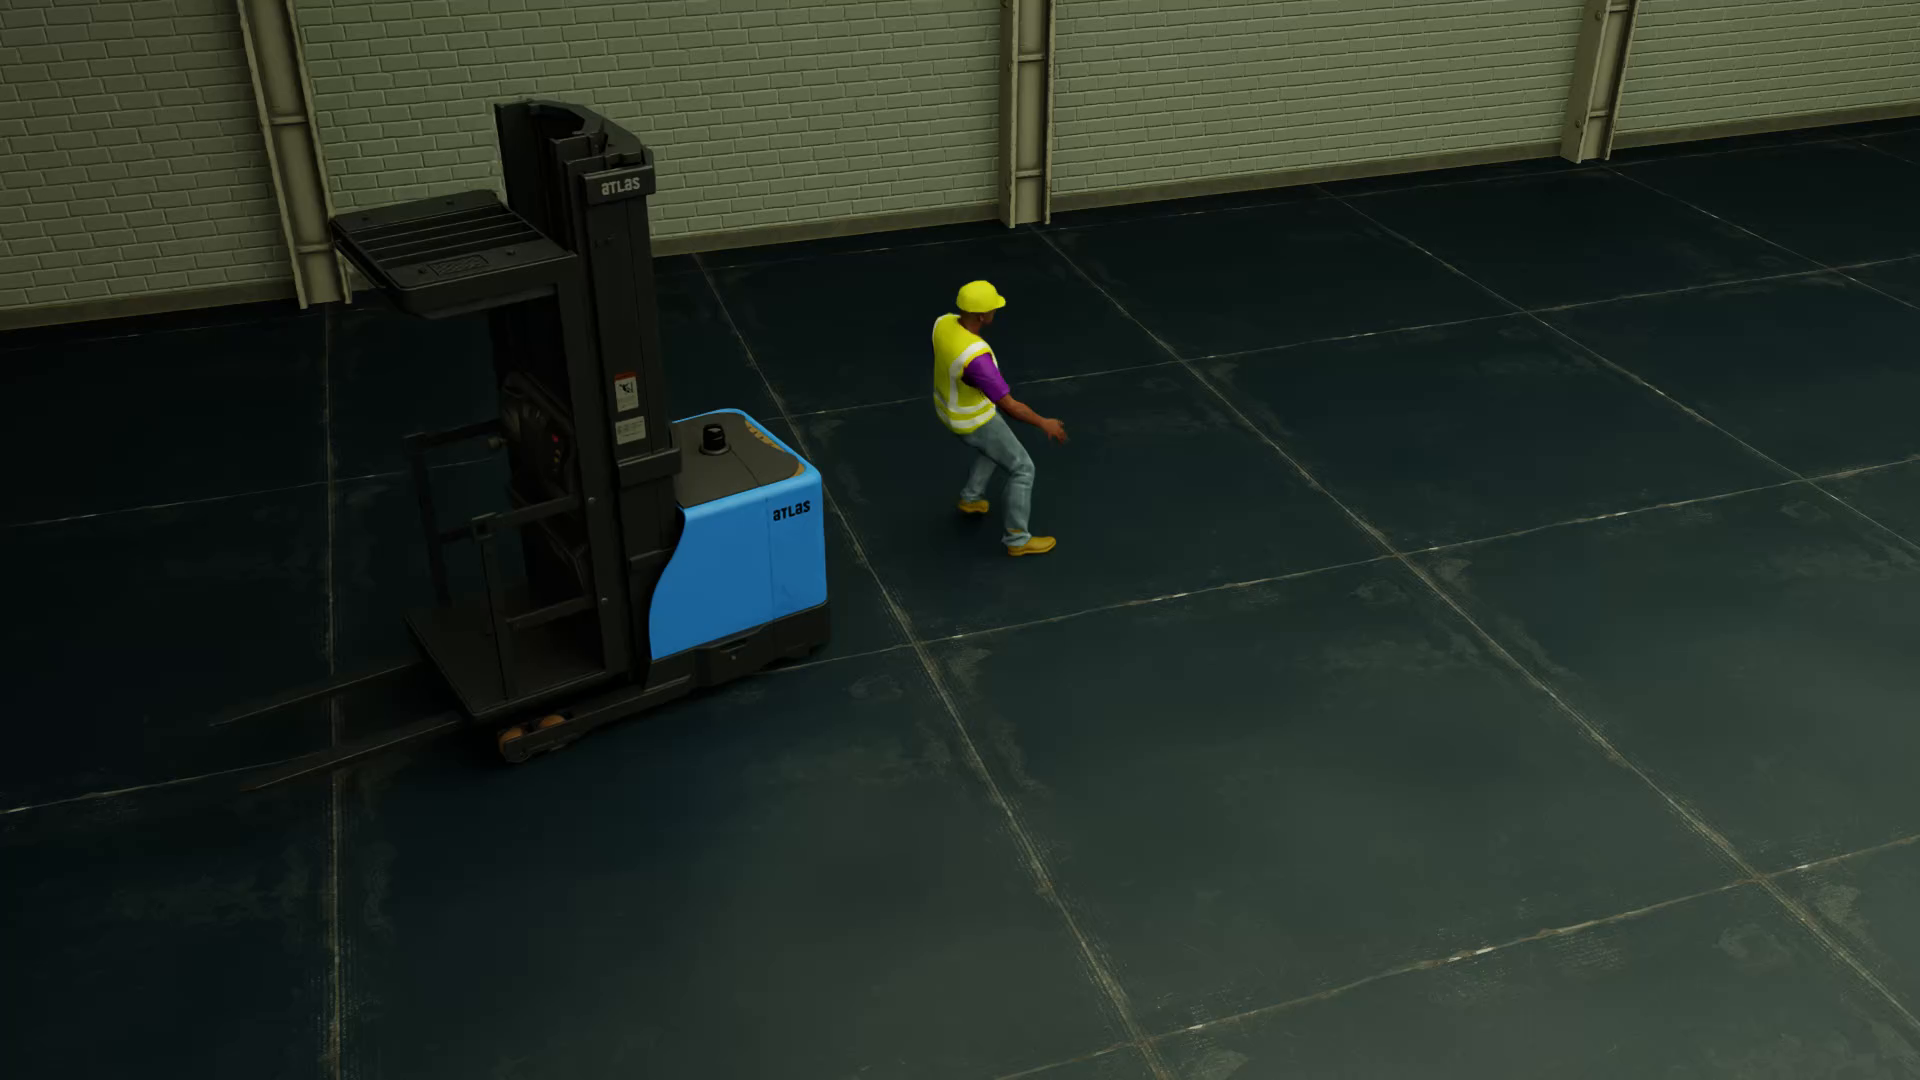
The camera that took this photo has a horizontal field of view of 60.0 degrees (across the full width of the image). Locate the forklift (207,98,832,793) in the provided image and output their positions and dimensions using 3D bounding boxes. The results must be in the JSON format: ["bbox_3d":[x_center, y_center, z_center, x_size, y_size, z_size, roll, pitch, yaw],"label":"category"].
[{"bbox_3d":[-2.206,-0.482,7.925,3.031,2.935,1.130,-18,35,-29],"label":"forklift"}]

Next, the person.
[{"bbox_3d":[0.180,-0.759,9.705,0.614,1.644,0.860,-13,32,-21],"label":"person"}]
